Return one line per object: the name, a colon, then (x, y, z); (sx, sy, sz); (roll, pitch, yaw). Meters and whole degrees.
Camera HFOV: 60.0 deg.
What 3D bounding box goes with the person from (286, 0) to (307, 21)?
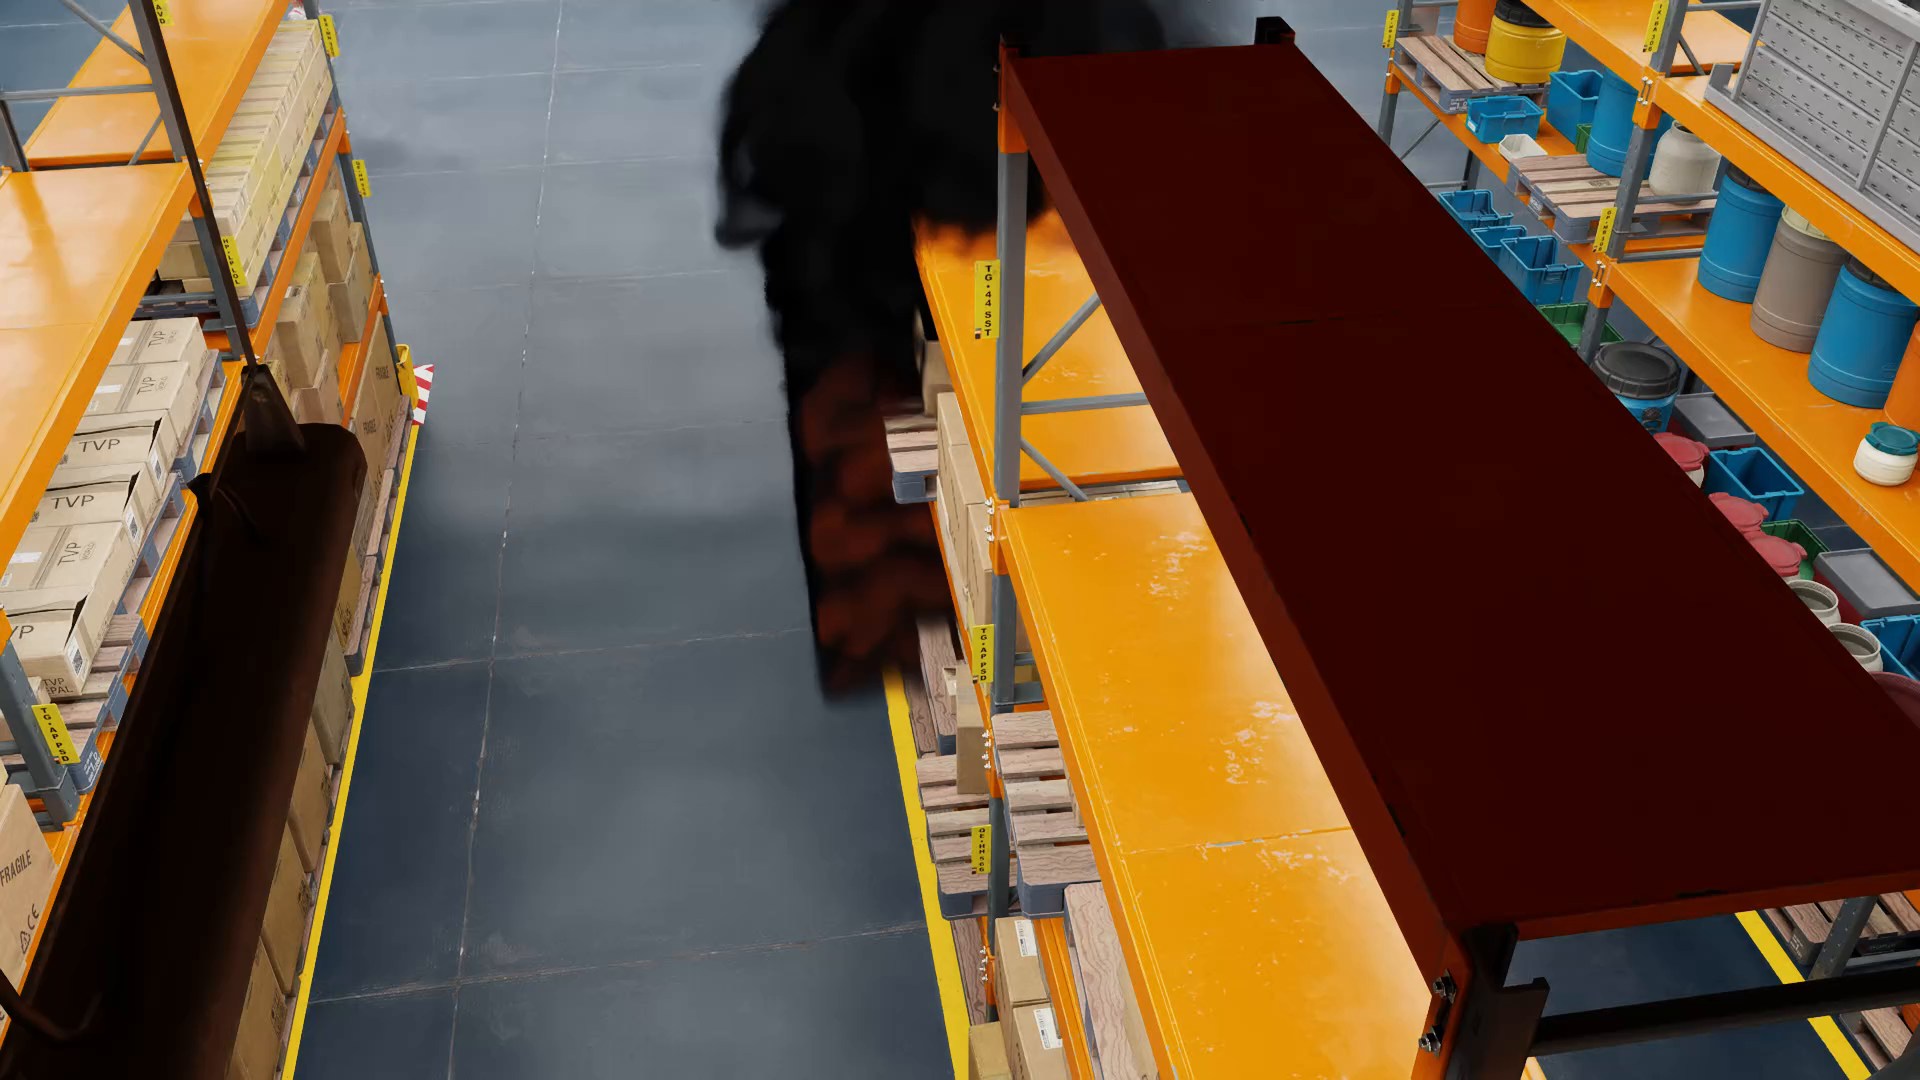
person: (-7.819, -5.748, 19.778); (0.609, 1.756, 0.639); (13, 38, 17)
